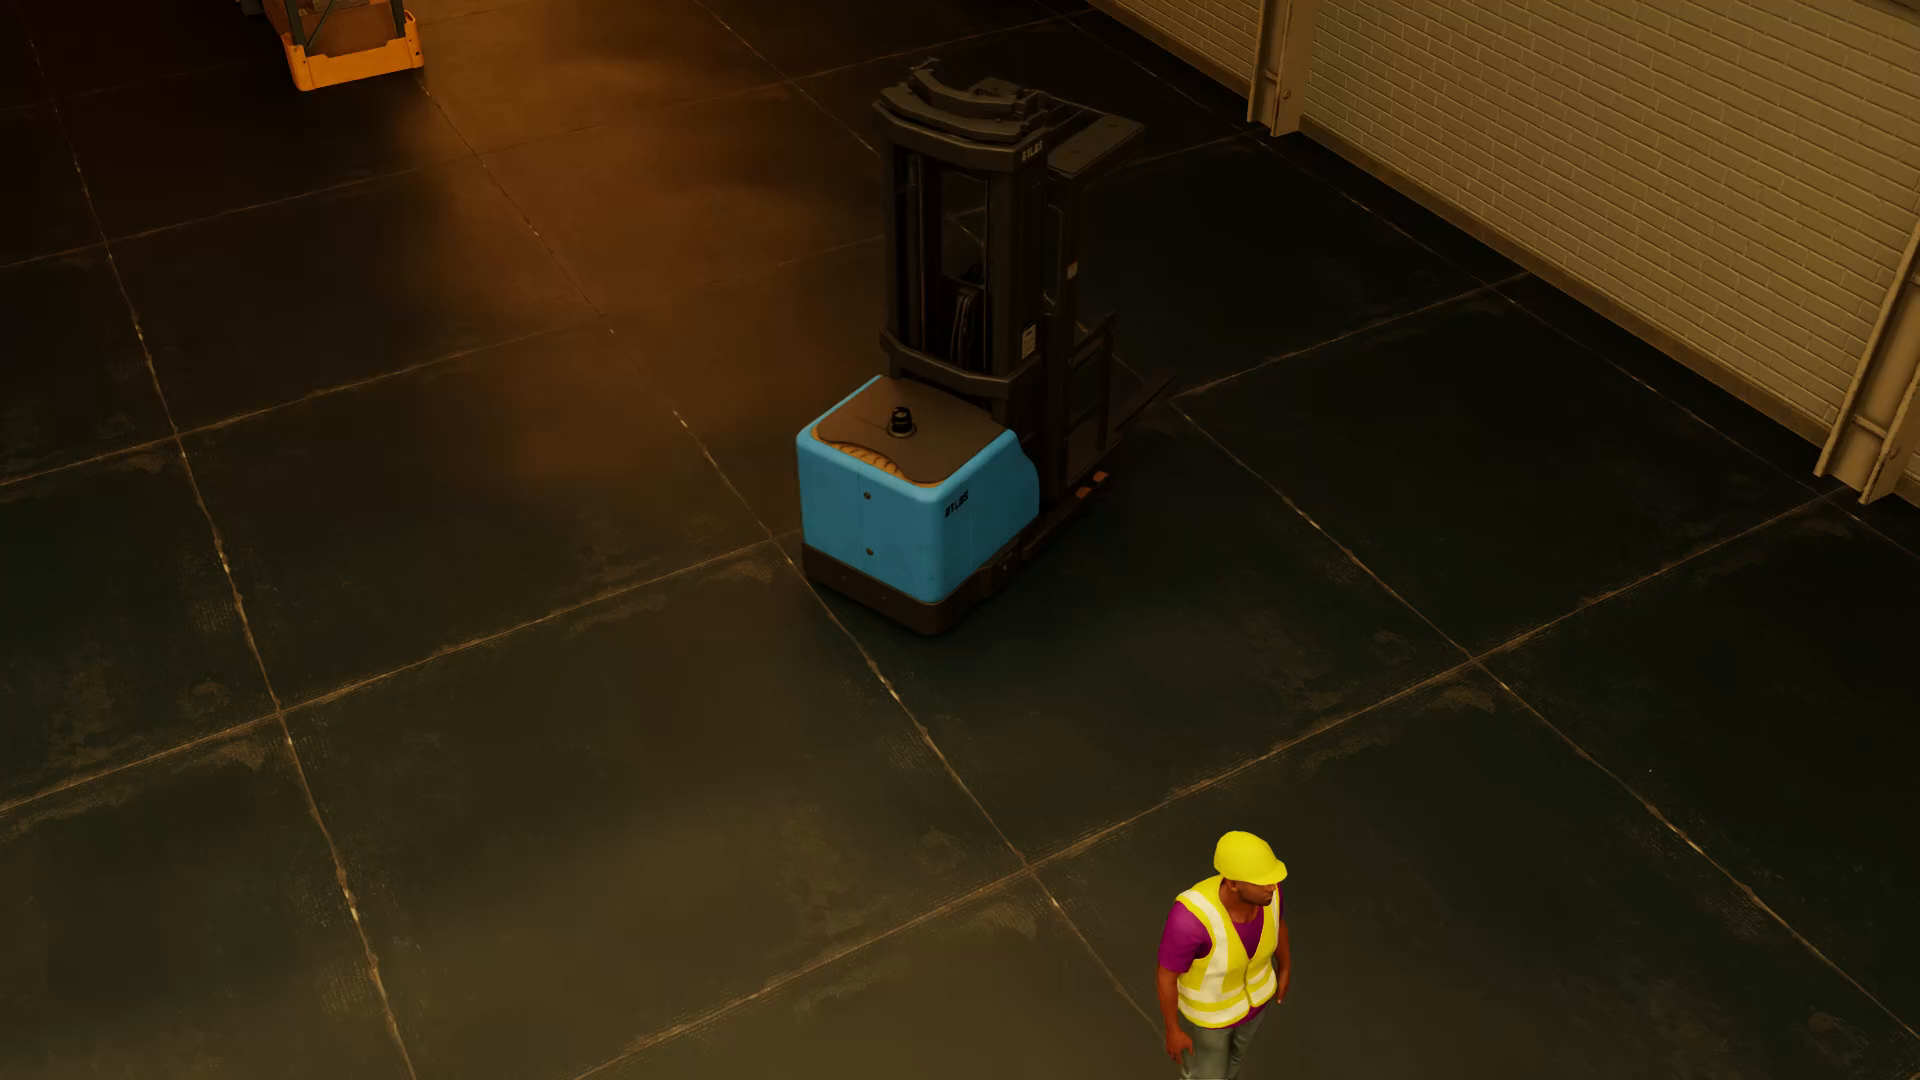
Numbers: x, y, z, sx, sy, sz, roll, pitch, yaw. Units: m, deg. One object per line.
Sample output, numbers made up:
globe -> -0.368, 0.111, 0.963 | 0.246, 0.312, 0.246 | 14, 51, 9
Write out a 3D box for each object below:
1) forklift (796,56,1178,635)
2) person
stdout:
forklift -> 0.332, -1.473, 9.812 | 1.130, 2.935, 3.031 | 25, 46, 27
person -> 1.113, 1.882, 6.668 | 0.665, 1.766, 0.577 | -24, 45, -26
